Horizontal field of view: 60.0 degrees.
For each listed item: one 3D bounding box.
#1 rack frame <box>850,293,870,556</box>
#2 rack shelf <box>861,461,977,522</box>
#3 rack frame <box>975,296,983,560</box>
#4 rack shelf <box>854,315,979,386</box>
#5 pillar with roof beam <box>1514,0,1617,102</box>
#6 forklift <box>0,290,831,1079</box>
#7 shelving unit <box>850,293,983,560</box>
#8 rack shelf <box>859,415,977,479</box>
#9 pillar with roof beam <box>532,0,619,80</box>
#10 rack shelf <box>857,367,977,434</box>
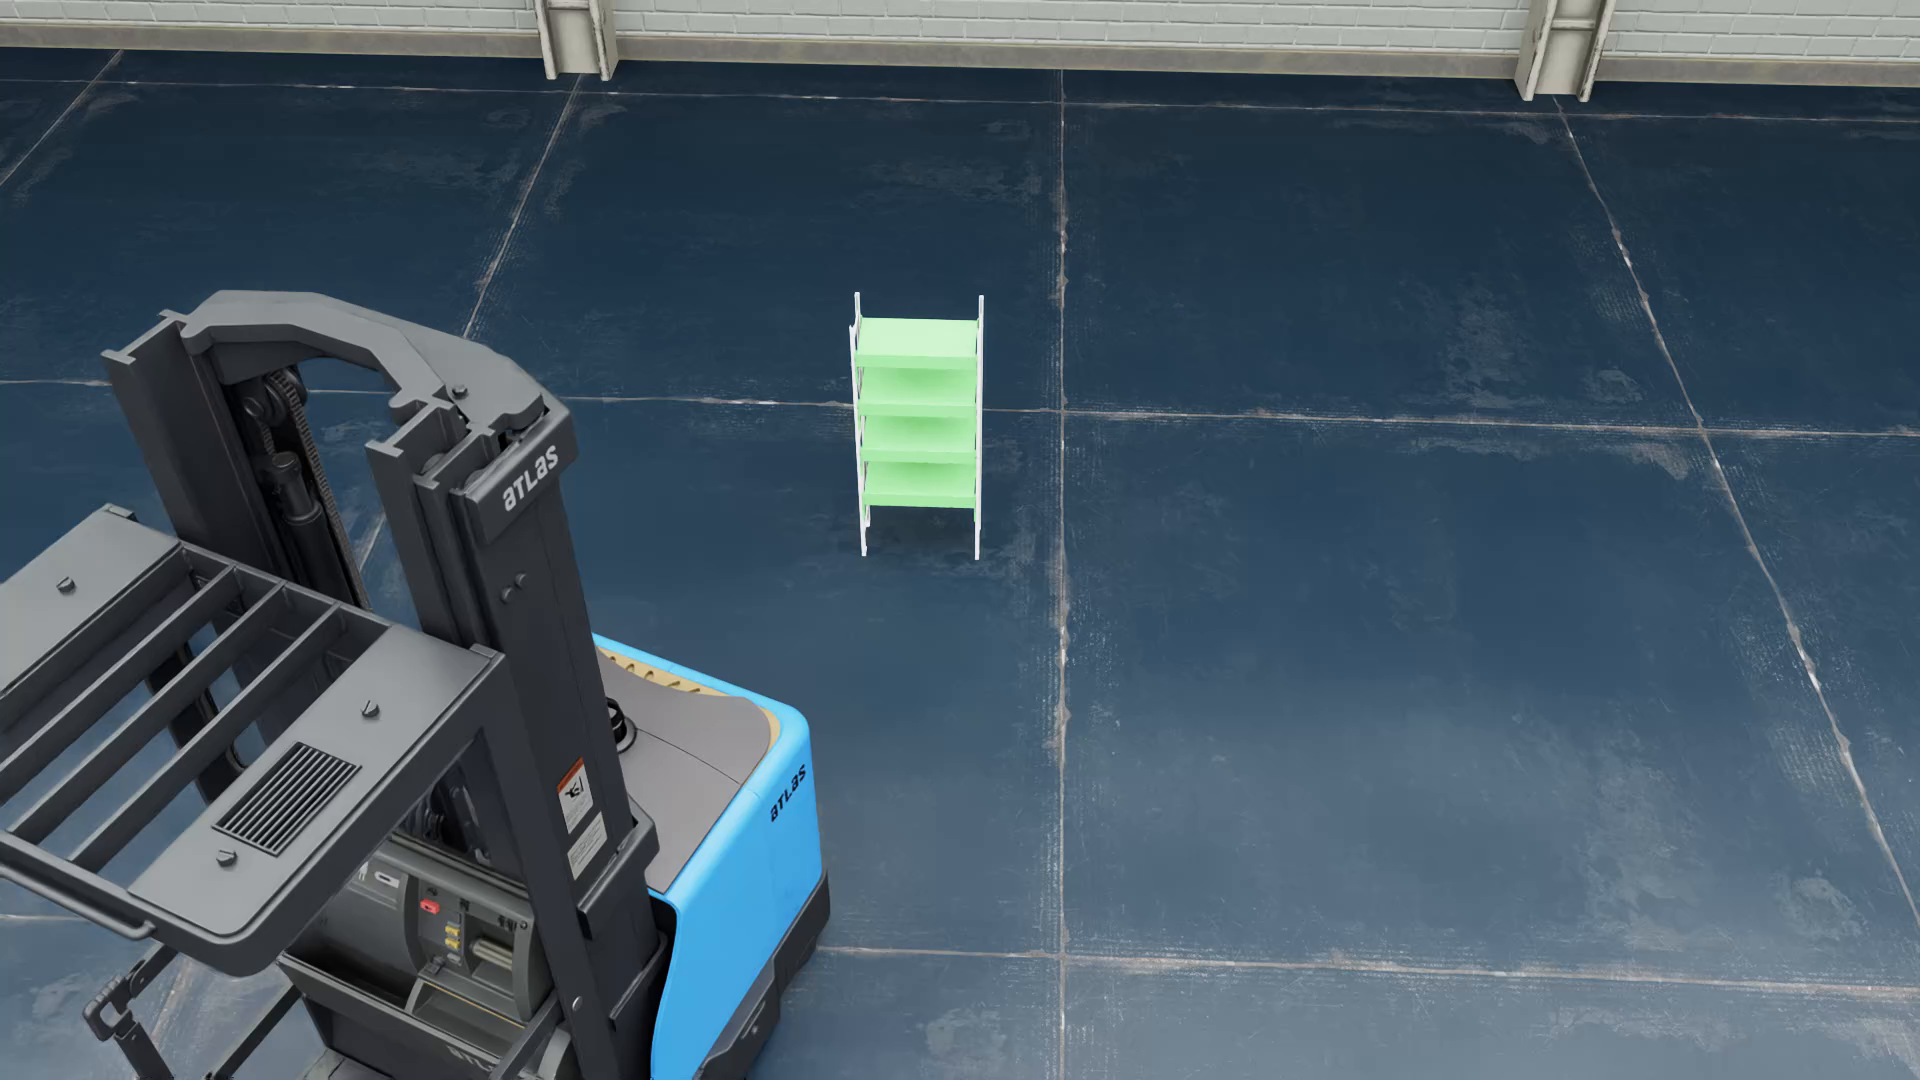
[{"bbox_3d":[-0.409,-0.452,6.854,0.015,1.200,0.240,2,43,2],"label":"rack frame"},{"bbox_3d":[-0.165,-0.222,7.054,0.480,0.148,0.258,2,43,2],"label":"rack shelf"},{"bbox_3d":[0.078,-0.437,6.838,0.015,1.200,0.240,2,43,2],"label":"rack frame"},{"bbox_3d":[-0.165,-0.749,6.563,0.480,0.148,0.258,2,43,2],"label":"rack shelf"},{"bbox_3d":[3.439,-3.137,4.016,0.400,9.000,9.100,2,43,2],"label":"pillar with roof beam"},{"bbox_3d":[-1.536,1.012,4.013,1.130,2.935,3.031,18,46,18],"label":"forklift"},{"bbox_3d":[-0.165,-0.444,6.846,0.503,1.200,0.258,2,43,2],"label":"shelving unit"},{"bbox_3d":[-0.165,-0.397,6.890,0.480,0.148,0.258,2,43,2],"label":"rack shelf"},{"bbox_3d":[-2.555,-3.322,4.214,0.400,9.000,9.100,2,43,2],"label":"pillar with roof beam"},{"bbox_3d":[-0.165,-0.573,6.726,0.480,0.148,0.258,2,43,2],"label":"rack shelf"}]
